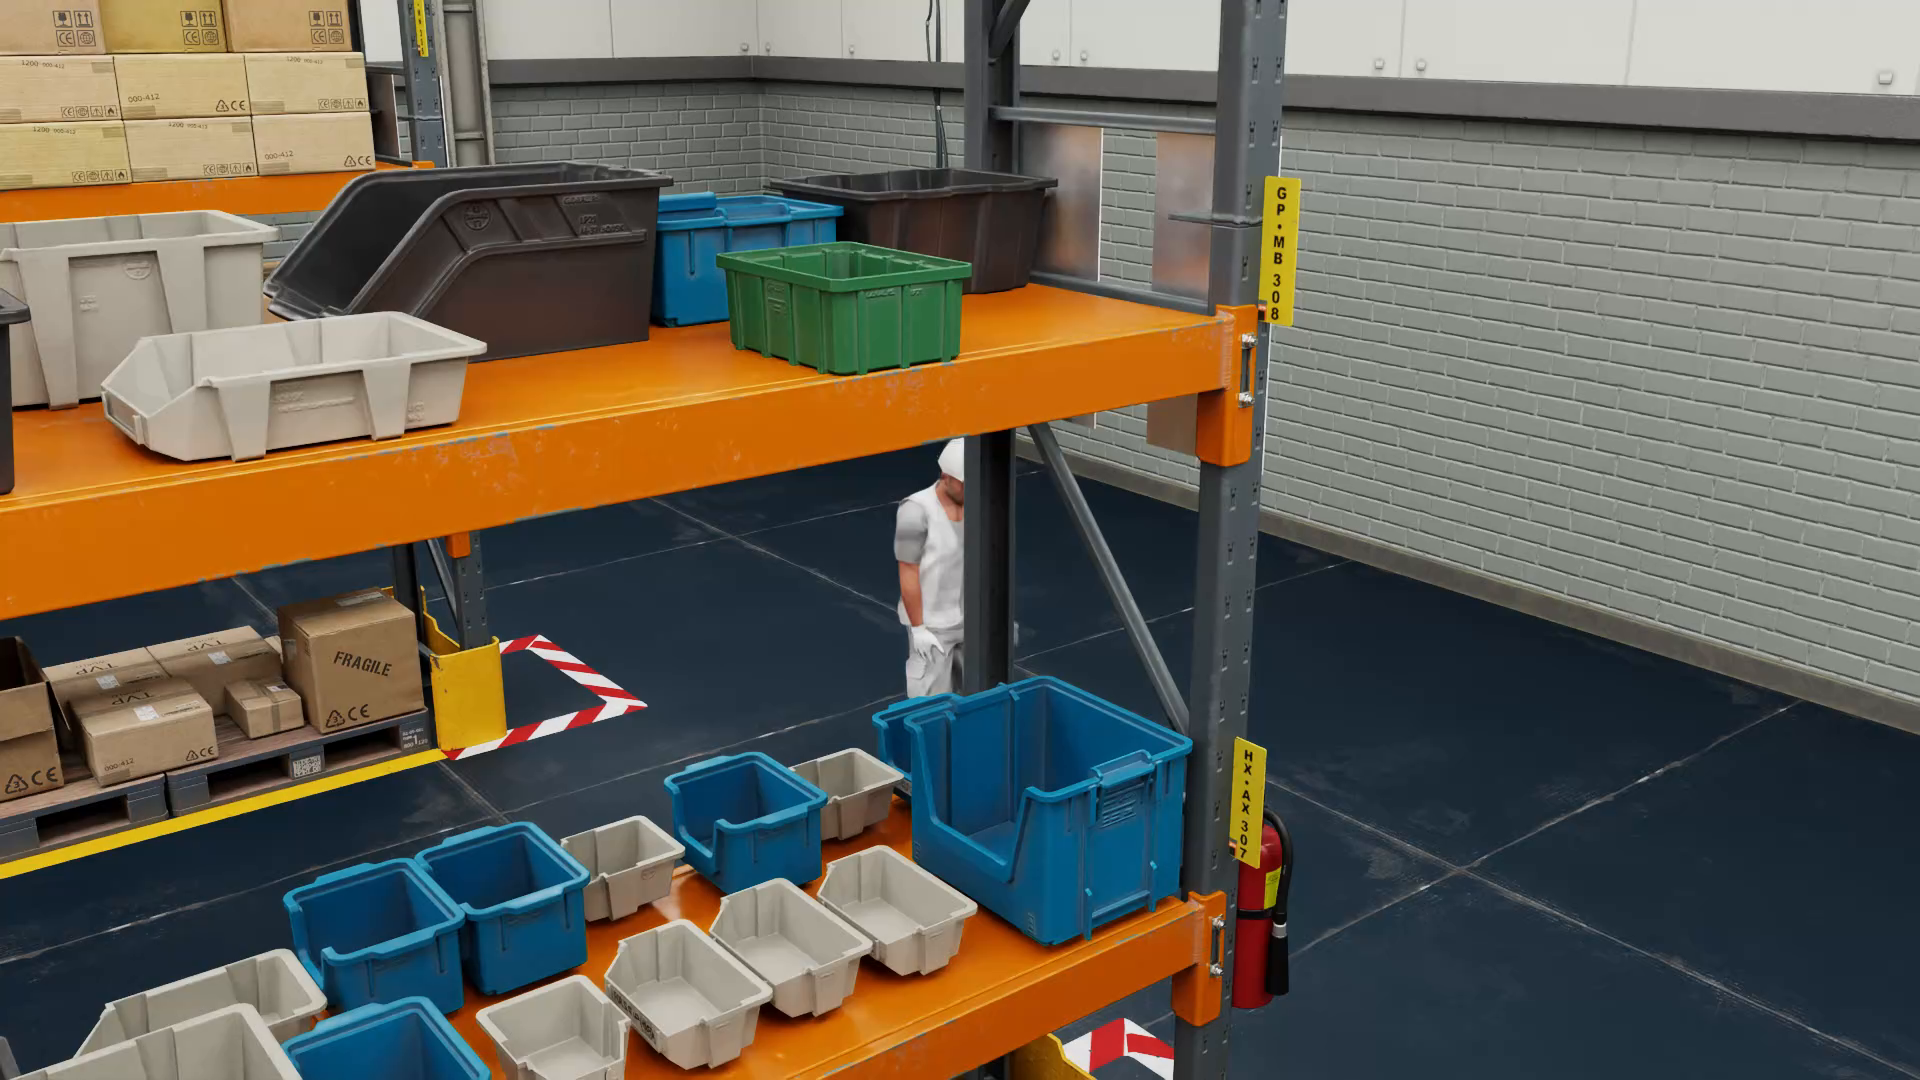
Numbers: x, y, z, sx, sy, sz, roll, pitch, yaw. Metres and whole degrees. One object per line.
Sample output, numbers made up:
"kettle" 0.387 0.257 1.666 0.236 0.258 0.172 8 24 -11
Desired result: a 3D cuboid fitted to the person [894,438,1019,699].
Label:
"person" -0.021 0.387 7.348 0.538 1.751 0.428 -13 22 -35
